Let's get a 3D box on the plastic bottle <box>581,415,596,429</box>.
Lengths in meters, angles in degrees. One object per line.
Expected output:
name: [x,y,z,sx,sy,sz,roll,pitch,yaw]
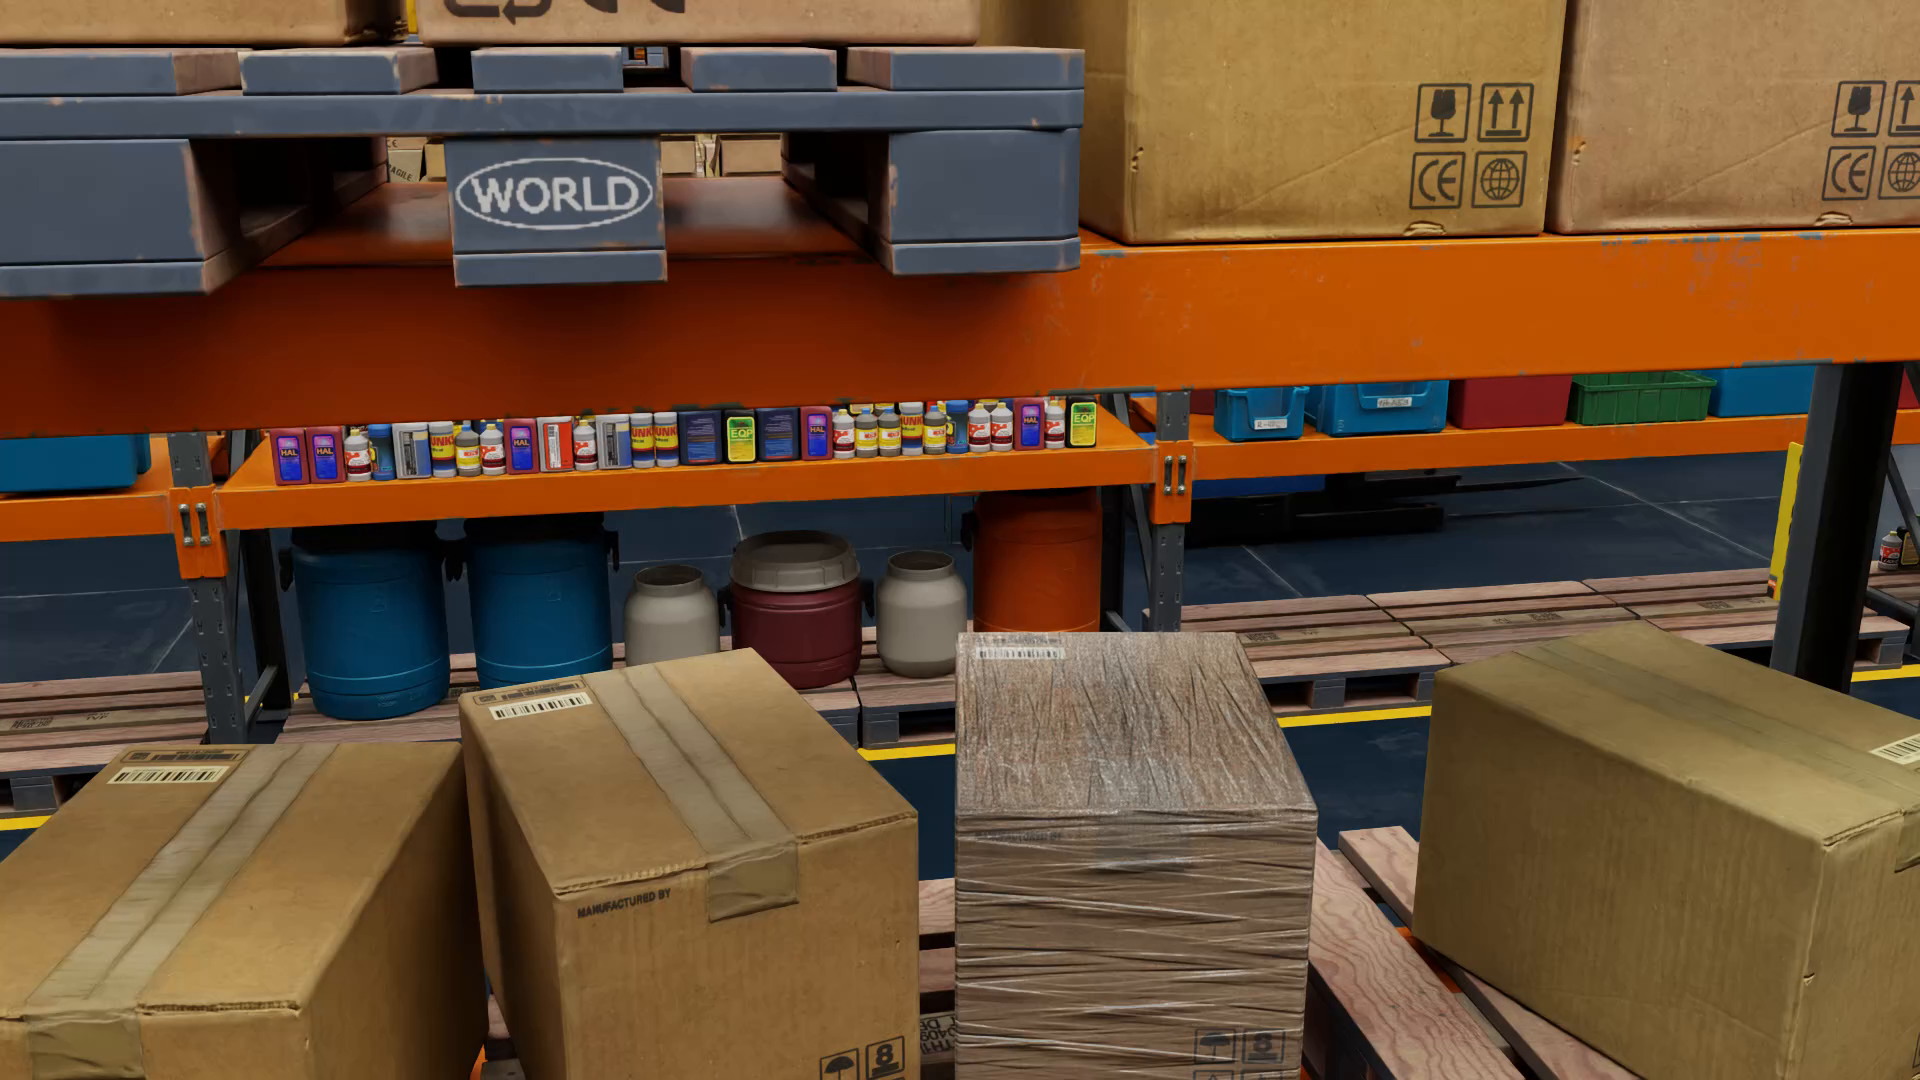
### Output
plastic bottle: [-1.670,-0.608,7.522,0.097,0.201,0.097,0,17,0]

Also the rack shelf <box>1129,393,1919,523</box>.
rack shelf: [2.801,-0.508,8.083,4.000,0.370,1.077,-3,17,-10]

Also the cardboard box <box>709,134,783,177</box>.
cardboard box: [-1.463,-2.624,11.869,0.637,0.503,0.797,-3,17,-9]

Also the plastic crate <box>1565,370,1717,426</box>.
plastic crate: [3.109,-0.684,7.791,0.662,0.188,0.450,-3,17,-10]

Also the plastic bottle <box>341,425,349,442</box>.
plastic bottle: [-2.764,-0.574,7.283,0.135,0.276,0.152,-3,17,-10]

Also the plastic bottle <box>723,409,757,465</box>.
plastic bottle: [-0.913,-0.458,6.893,0.133,0.283,0.061,-3,17,-10]

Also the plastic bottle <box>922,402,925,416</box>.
plastic bottle: [-0.210,-0.707,7.722,0.097,0.271,0.097,0,17,0]

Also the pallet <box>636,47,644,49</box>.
pallet: [-3.702,-6.255,20.780,1.213,0.211,1.003,-2,17,-8]

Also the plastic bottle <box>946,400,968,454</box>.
plastic bottle: [-0.013,-0.509,7.079,0.097,0.271,0.097,0,17,0]

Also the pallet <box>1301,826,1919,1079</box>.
pallet: [1.121,0.837,2.805,1.003,0.211,1.213,-3,17,-10]

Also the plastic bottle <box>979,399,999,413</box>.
plastic bottle: [0.137,-0.711,7.856,0.097,0.201,0.097,0,17,0]

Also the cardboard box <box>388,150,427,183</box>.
cardboard box: [-5.292,-3.463,15.801,0.500,0.500,0.500,-3,17,-10]

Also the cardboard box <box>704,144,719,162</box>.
cardboard box: [-2.341,-3.754,16.125,0.250,0.149,0.380,-3,17,-10]

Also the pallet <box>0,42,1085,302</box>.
pallet: [-0.482,-0.509,2.070,1.003,0.211,1.213,-3,17,-10]

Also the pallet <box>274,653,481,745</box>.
pallet: [-2.324,0.784,7.400,1.213,0.211,1.003,-3,17,-10]

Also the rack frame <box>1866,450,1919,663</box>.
rack frame: [4.765,-0.964,8.340,0.127,3.000,1.000,-3,17,-10]

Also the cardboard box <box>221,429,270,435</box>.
cardboard box: [-4.693,-1.117,11.744,0.875,0.875,0.875,-3,17,-10]

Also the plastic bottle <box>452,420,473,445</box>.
plastic bottle: [-2.222,-0.598,7.235,0.185,0.351,0.144,-3,17,-10]

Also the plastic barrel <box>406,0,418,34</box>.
plastic barrel: [-2.232,-2.352,6.716,0.600,0.588,0.600,0,17,0]

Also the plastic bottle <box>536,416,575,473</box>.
plastic bottle: [-1.654,-0.426,6.802,0.135,0.276,0.152,-3,17,-10]

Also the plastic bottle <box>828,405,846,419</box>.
plastic bottle: [-0.579,-0.704,7.713,0.097,0.271,0.097,0,17,0]

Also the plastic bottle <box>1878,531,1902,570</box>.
plastic bottle: [5.062,0.054,9.045,0.097,0.201,0.097,0,17,0]

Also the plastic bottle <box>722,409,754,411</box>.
plastic bottle: [-0.925,-0.476,6.950,0.133,0.283,0.061,-3,17,-10]

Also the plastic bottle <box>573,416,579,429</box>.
plastic bottle: [-1.736,-0.593,7.352,0.097,0.271,0.097,0,17,0]

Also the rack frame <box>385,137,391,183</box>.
rack frame: [-4.029,-1.946,11.538,0.127,3.000,1.000,-3,17,-10]

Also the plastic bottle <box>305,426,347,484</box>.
plastic bottle: [-2.518,-0.367,6.597,0.133,0.283,0.061,-3,17,-10]

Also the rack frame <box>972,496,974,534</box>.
rack frame: [0.104,-0.579,10.155,0.006,1.200,0.240,-3,17,-10]

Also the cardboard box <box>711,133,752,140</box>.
cardboard box: [-2.912,-5.063,21.091,0.500,0.250,0.500,-4,17,-12]

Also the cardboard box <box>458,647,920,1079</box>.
cardboard box: [-0.431,0.545,2.542,0.500,0.500,0.700,-8,19,-24]

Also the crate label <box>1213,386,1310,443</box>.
crate label: [1.322,-0.576,7.364,0.416,0.233,0.303,-3,17,-10]

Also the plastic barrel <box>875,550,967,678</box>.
plastic barrel: [-0.177,0.337,7.628,0.421,0.512,0.421,0,17,0]

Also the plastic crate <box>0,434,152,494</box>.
plastic crate: [-3.483,-0.415,6.478,0.575,0.384,0.392,-3,17,-10]

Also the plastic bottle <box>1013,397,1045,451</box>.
plastic bottle: [0.295,-0.527,7.116,0.133,0.283,0.061,-3,17,-10]

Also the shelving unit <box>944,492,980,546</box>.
shelving unit: [0.014,-0.574,10.138,0.189,1.200,0.258,-3,17,-10]

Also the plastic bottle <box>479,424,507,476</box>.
plastic bottle: [-1.894,-0.369,6.742,0.097,0.201,0.097,0,17,0]

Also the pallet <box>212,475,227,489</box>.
pallet: [-4.791,-0.593,11.883,1.213,0.211,1.003,-3,17,-10]

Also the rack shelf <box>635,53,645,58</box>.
rack shelf: [-2.907,-4.583,16.240,4.000,0.370,1.077,-3,17,-10]

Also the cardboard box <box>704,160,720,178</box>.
cardboard box: [-2.353,-3.610,16.164,0.250,0.149,0.380,-3,17,-11]

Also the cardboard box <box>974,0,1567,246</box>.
cardboard box: [0.340,-0.703,2.213,0.500,0.500,0.910,-3,17,-10]

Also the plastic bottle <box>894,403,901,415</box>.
plastic bottle: [-0.243,-0.734,7.792,0.133,0.283,0.061,-3,17,-10]

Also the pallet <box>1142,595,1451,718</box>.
pallet: [1.606,0.560,8.128,1.213,0.211,1.003,-3,17,-10]

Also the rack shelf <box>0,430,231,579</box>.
rack shelf: [-5.054,-0.063,6.632,4.000,0.370,1.077,-3,17,-10]

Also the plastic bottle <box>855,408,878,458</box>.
plastic bottle: [-0.395,-0.454,7.019,0.097,0.201,0.097,0,17,0]

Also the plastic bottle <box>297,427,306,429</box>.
plastic bottle: [-2.643,-0.423,6.664,0.185,0.351,0.144,-3,17,-10]

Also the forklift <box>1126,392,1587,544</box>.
forklift: [2.567,-1.591,10.501,3.031,2.935,1.130,-4,18,-13]

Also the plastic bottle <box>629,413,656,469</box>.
plastic bottle: [-1.307,-0.436,6.840,0.097,0.271,0.097,0,17,0]

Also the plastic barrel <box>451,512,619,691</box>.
plastic barrel: [-1.857,0.219,7.347,0.708,0.901,0.600,-3,17,-10]

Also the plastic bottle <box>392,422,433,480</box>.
plastic bottle: [-2.204,-0.395,6.700,0.135,0.276,0.152,-3,17,-10]
